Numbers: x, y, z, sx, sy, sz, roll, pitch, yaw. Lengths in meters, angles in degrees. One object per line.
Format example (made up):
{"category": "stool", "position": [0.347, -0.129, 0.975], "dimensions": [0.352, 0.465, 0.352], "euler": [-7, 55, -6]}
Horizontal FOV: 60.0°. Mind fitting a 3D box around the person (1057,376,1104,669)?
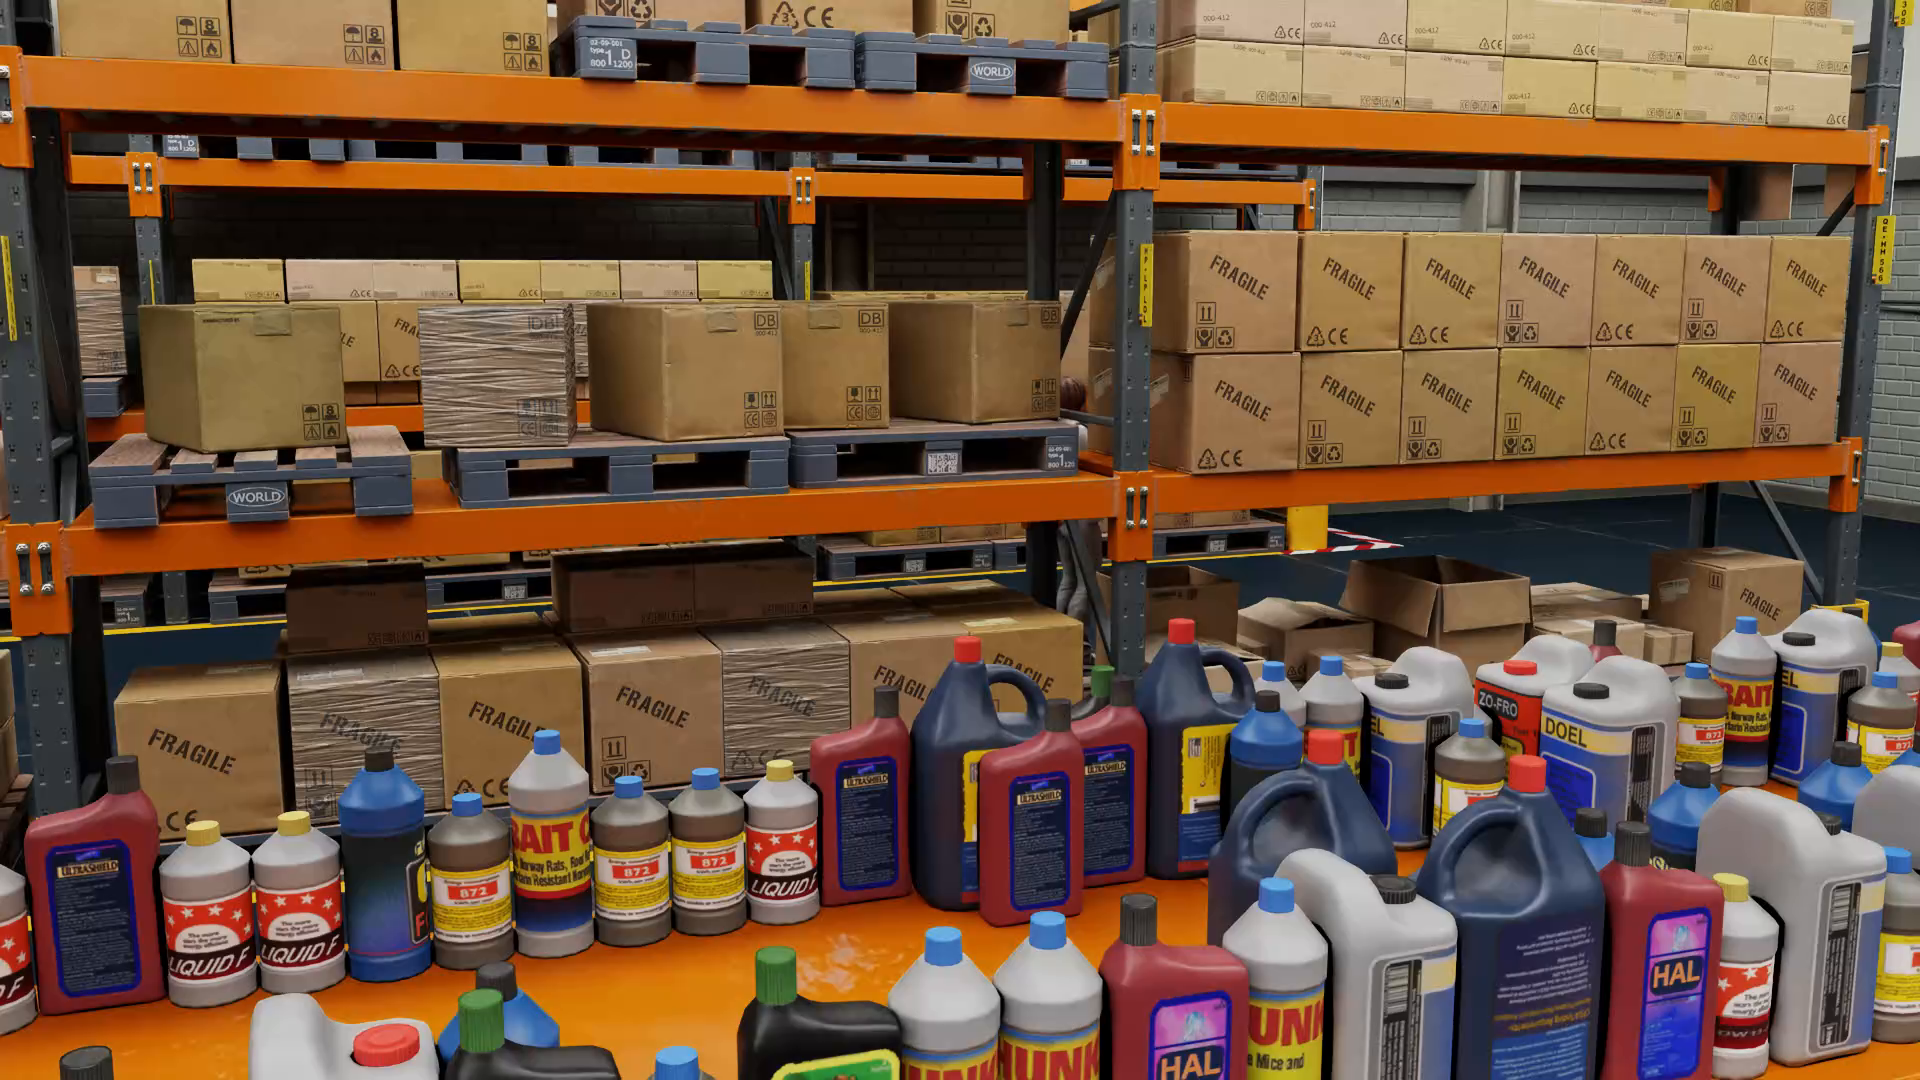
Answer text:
{"category": "person", "position": [0.707, -0.100, 9.041], "dimensions": [0.495, 1.588, 0.406], "euler": [-3, 10, -21]}
